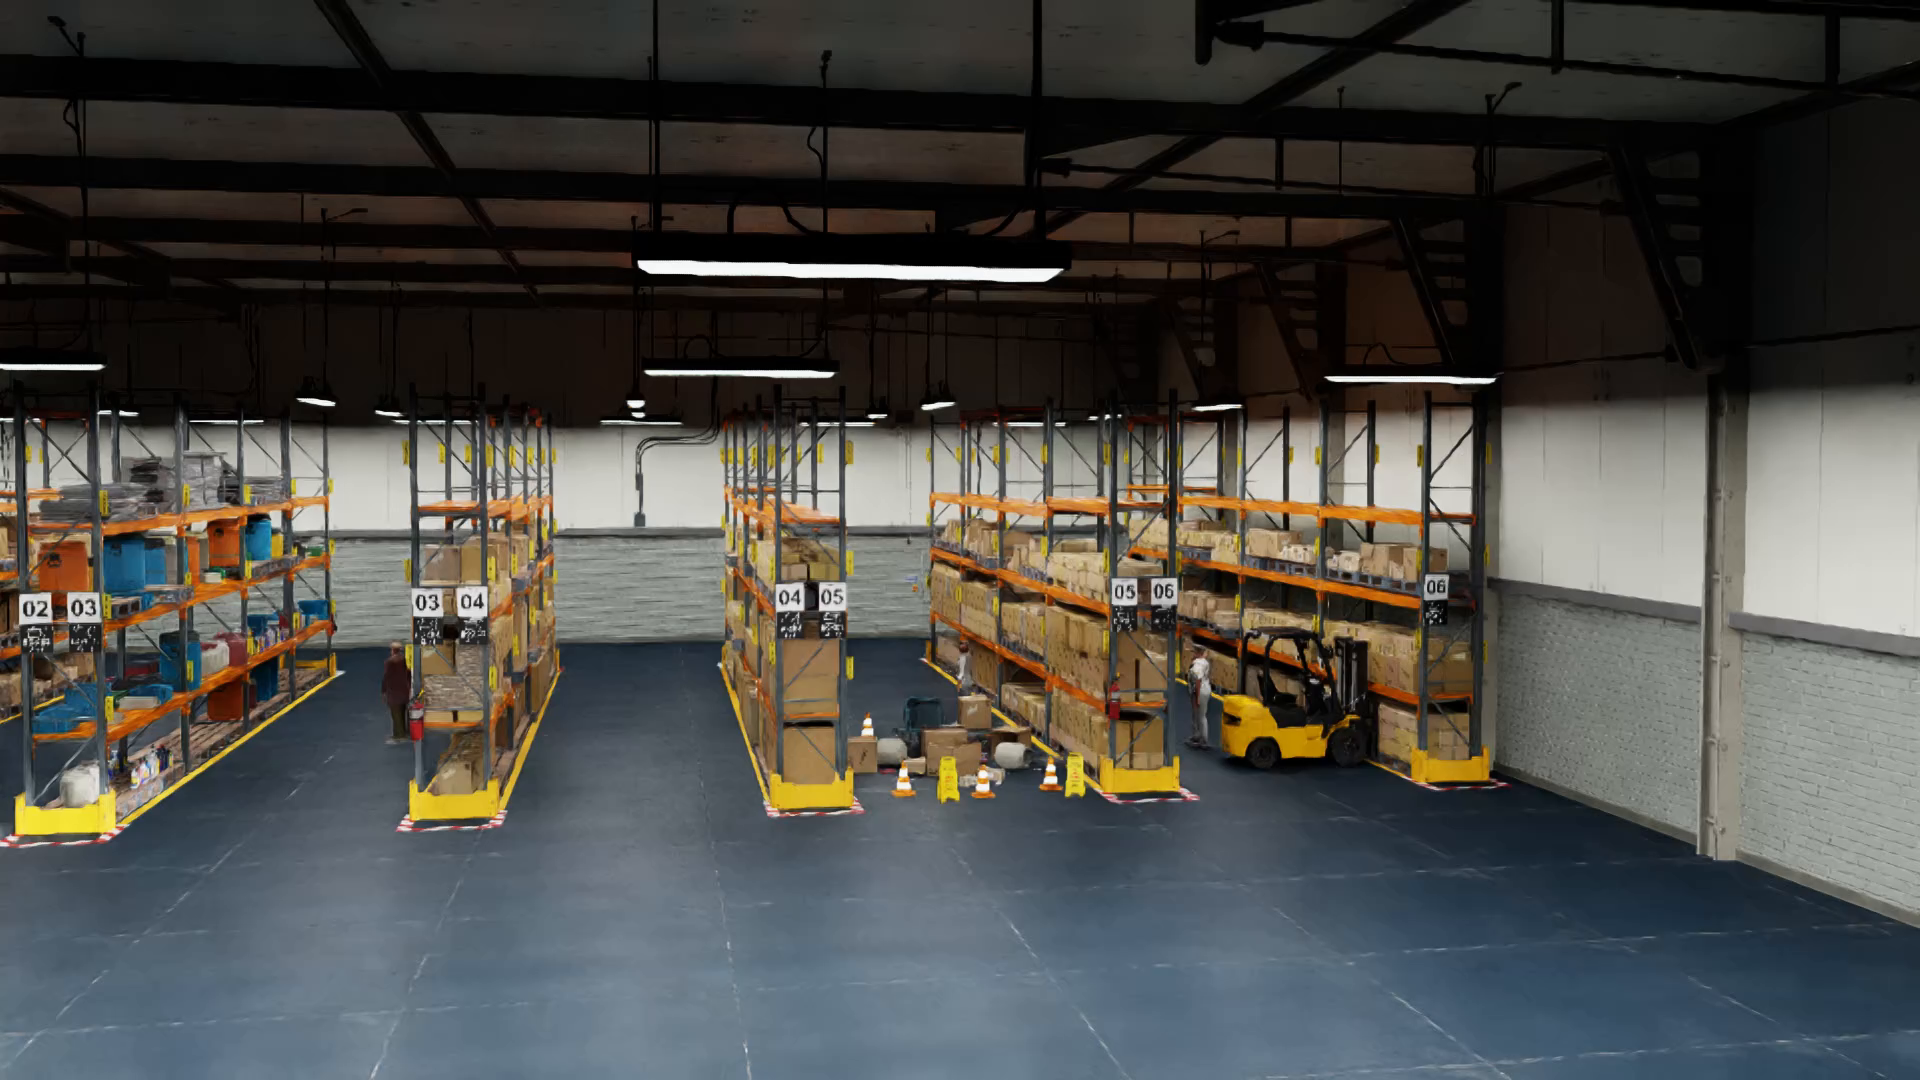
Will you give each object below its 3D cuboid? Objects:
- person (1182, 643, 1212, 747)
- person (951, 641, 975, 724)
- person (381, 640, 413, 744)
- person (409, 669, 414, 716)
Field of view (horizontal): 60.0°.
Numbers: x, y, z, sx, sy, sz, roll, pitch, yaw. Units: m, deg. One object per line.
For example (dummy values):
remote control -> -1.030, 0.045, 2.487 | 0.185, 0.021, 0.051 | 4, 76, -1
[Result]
person -> 4.070, 2.664, 28.640 | 0.501, 1.756, 0.588 | 1, 3, 19
person -> 0.069, 2.643, 30.551 | 0.521, 1.592, 0.511 | 1, 3, 14
person -> -9.832, 2.627, 28.952 | 0.636, 1.775, 0.677 | 1, 3, 21
person -> -10.294, 2.593, 31.809 | 0.625, 1.611, 0.582 | -1, 3, -12
